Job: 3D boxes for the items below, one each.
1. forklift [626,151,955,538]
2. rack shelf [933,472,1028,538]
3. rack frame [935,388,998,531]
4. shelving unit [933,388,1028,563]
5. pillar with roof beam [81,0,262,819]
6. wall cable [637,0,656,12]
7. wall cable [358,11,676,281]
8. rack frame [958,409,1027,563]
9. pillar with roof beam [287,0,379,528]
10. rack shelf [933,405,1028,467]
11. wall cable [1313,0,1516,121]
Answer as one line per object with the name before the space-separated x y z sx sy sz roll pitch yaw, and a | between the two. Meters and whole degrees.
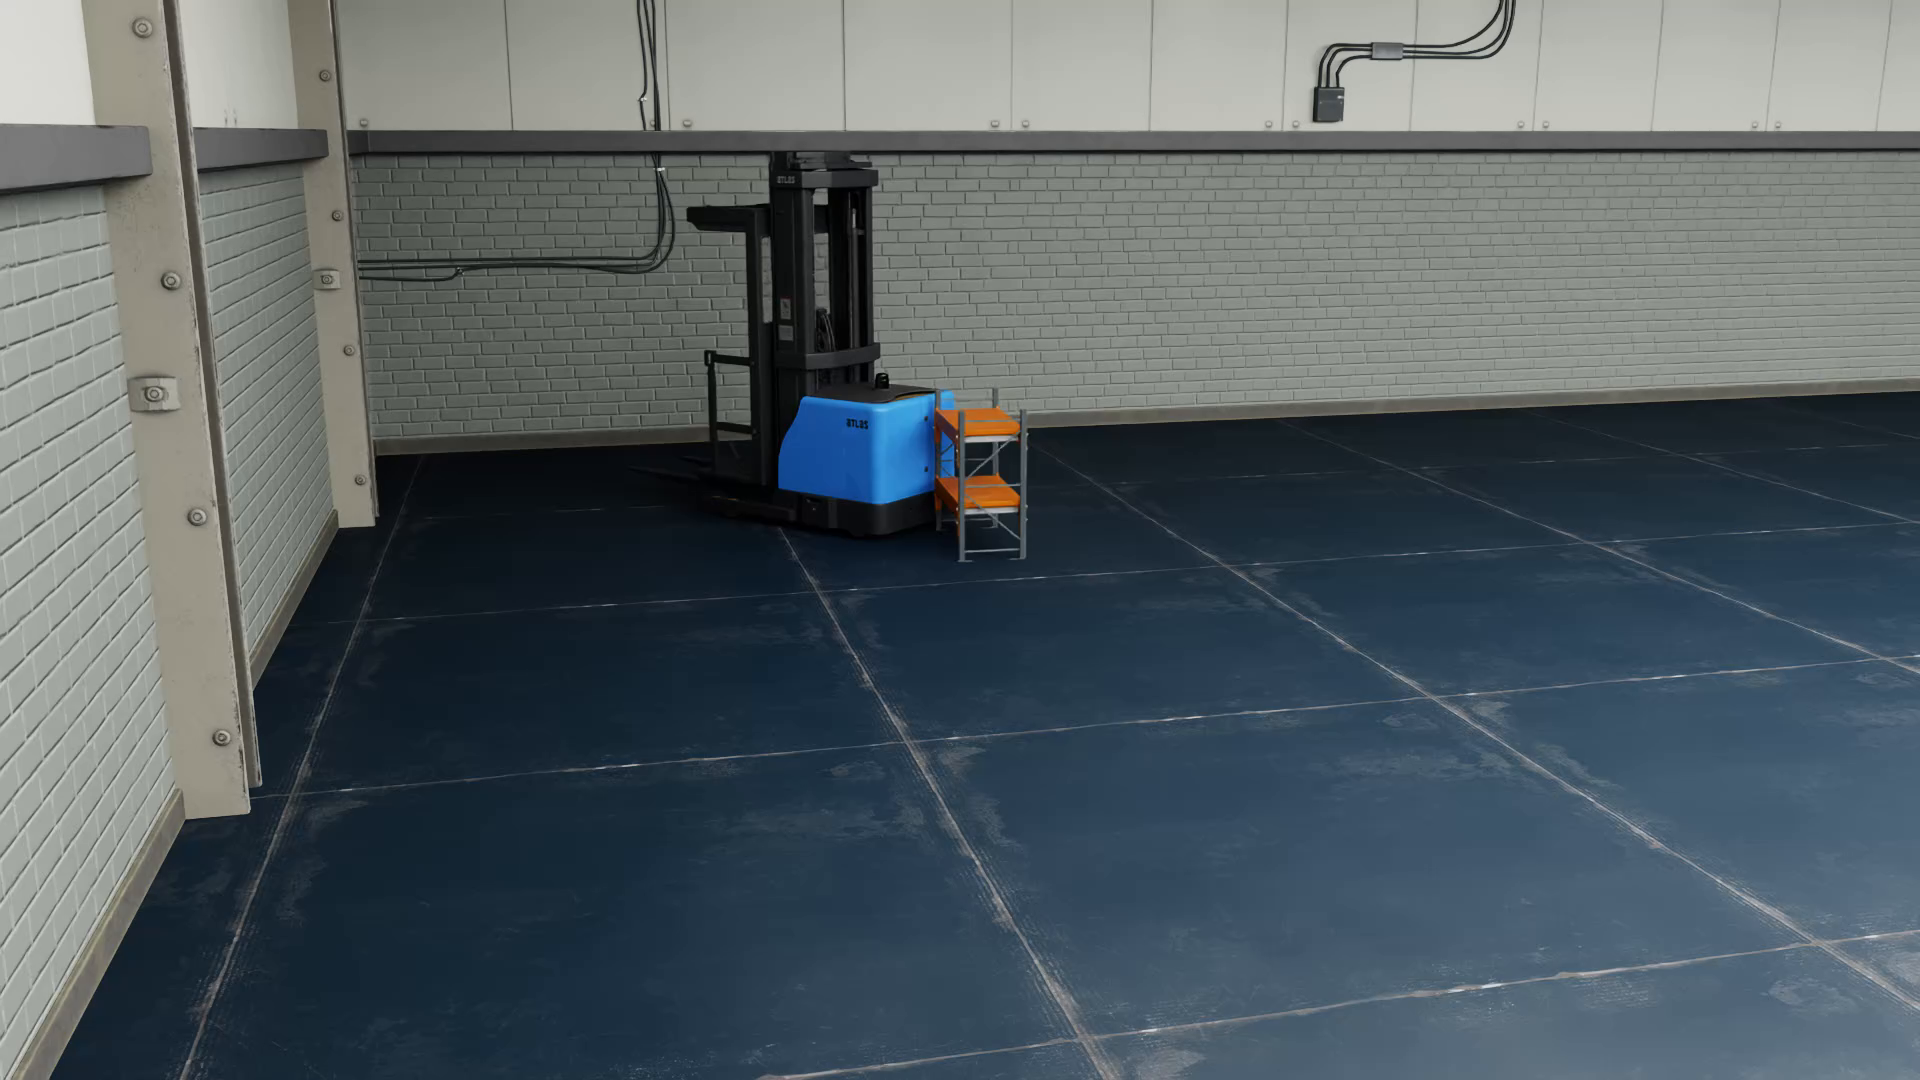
forklift | -1.516 -1.695 13.688 3.031 2.935 1.130 10 17 35
rack shelf | 0.145 -0.274 12.709 0.538 0.278 1.000 -3 14 -10
rack frame | 0.053 -0.630 13.137 0.500 1.125 0.032 -3 14 -10
shelving unit | 0.145 -0.512 12.651 0.538 1.125 1.048 -3 14 -10
pillar with roof beam | 0.684 -3.377 7.789 9.100 9.000 0.400 -3 14 -13
wall cable | -1.687 -6.370 15.943 3.097 2.526 0.112 -3 14 -13
wall cable | -4.316 -3.766 15.925 3.097 2.526 0.112 -3 14 -13
rack frame | 0.237 -0.393 12.166 0.500 1.125 0.032 -3 14 -10
pillar with roof beam | -0.725 -4.761 13.455 9.100 9.000 0.400 -3 14 -13
rack shelf | 0.145 -0.796 12.582 0.538 0.278 1.000 -3 14 -10
wall cable | 4.915 -7.452 17.304 2.305 6.003 0.169 -3 14 -13
